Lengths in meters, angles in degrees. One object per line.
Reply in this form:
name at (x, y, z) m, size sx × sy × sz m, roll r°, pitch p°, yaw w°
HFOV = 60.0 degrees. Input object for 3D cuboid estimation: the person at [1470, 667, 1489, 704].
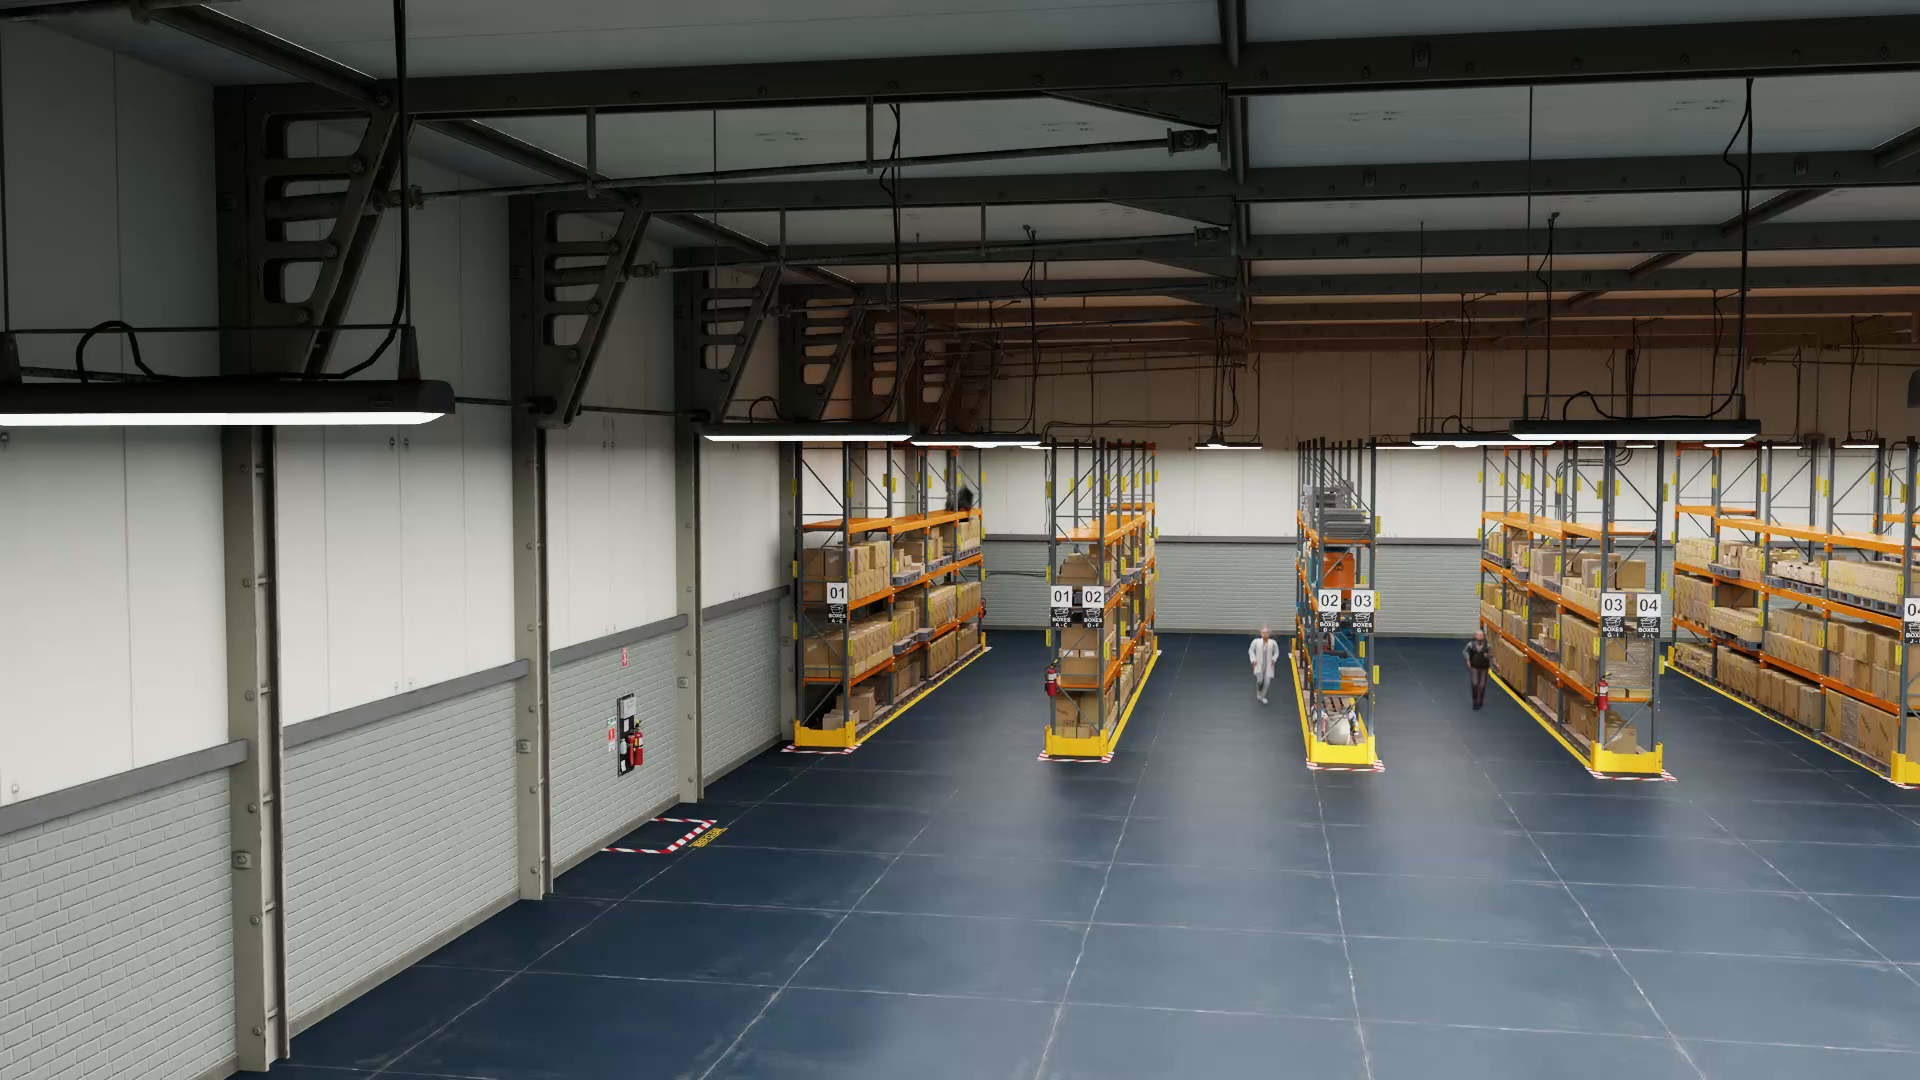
person at (11.563, 3.193, 37.058) m, size 0.411 × 0.878 × 0.651 m, roll 1°, pitch 3°, yaw 11°

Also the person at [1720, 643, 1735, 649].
person at (20.801, 2.617, 45.081) m, size 0.701 × 1.446 × 0.588 m, roll -2°, pitch 4°, yaw -31°

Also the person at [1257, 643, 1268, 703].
person at (6.907, 2.977, 37.911) m, size 0.239 × 1.484 × 0.505 m, roll 0°, pitch 3°, yaw 5°
